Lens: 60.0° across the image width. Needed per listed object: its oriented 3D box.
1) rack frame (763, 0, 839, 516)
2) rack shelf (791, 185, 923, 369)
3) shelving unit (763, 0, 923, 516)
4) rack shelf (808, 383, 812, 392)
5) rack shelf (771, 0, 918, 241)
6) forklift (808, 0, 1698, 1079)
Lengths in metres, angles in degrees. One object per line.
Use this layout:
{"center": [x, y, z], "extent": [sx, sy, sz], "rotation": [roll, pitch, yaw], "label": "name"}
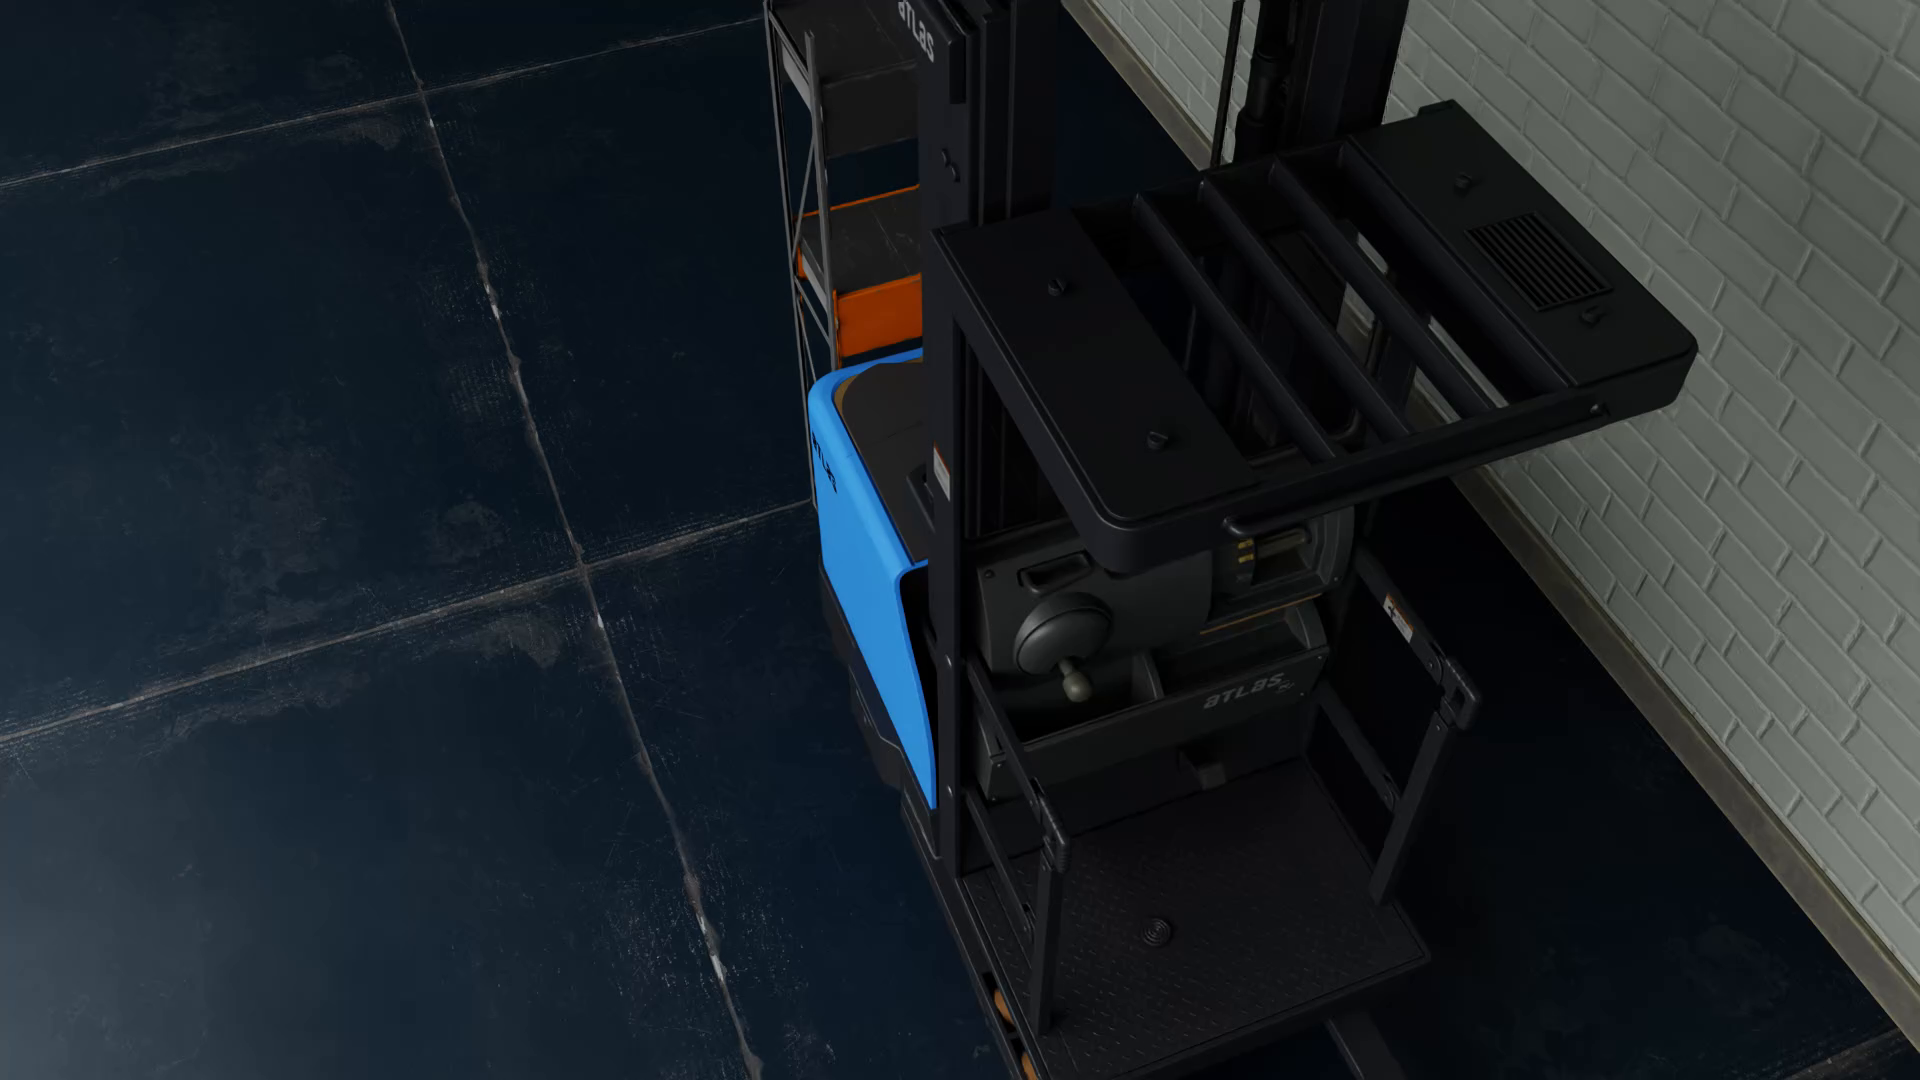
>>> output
{"center": [-0.434, -0.672, 4.943], "extent": [0.015, 2.100, 0.400], "rotation": [-17, 52, -14], "label": "rack frame"}
{"center": [-0.209, -0.734, 5.014], "extent": [0.480, 0.518, 0.431], "rotation": [-17, 52, -14], "label": "rack shelf"}
{"center": [-0.209, -0.743, 5.004], "extent": [0.503, 2.100, 0.431], "rotation": [-17, 52, -14], "label": "shelving unit"}
{"center": [-0.209, -0.278, 5.545], "extent": [0.480, 0.518, 0.431], "rotation": [-17, 52, -14], "label": "rack shelf"}
{"center": [-0.209, -1.190, 4.483], "extent": [0.480, 0.518, 0.431], "rotation": [-17, 52, -14], "label": "rack shelf"}
{"center": [0.561, 0.187, 3.658], "extent": [1.130, 2.935, 3.031], "rotation": [-17, 51, -14], "label": "forklift"}
